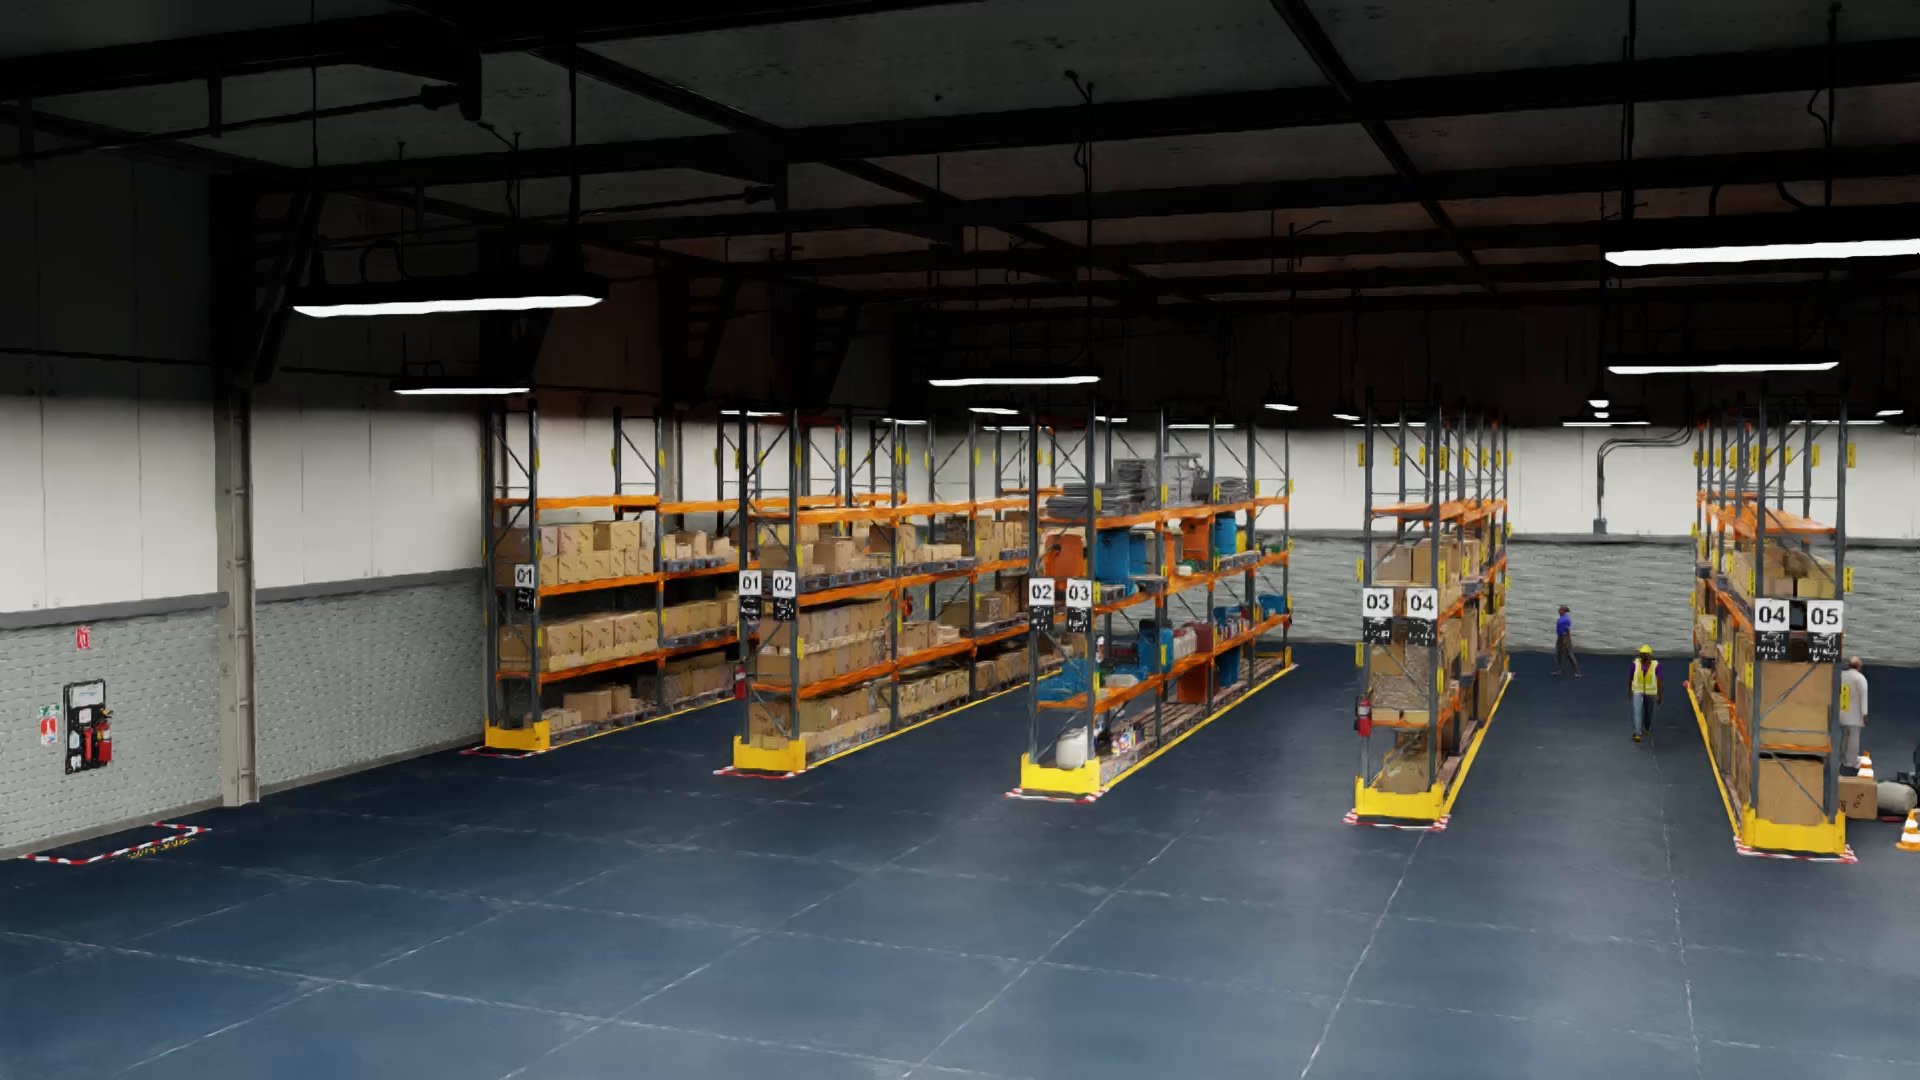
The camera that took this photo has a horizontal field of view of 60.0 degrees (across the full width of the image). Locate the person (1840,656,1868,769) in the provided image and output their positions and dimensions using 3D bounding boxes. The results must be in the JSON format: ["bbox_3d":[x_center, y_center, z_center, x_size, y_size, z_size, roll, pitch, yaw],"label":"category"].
[{"bbox_3d":[14.488,2.822,26.887,0.520,1.676,0.644,0,3,-8],"label":"person"}]

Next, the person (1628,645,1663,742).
[{"bbox_3d":[12.144,2.694,29.454,0.575,1.689,1.128,1,3,19],"label":"person"}]

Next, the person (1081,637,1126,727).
[{"bbox_3d":[2.671,2.641,30.471,0.595,1.739,0.988,3,4,42],"label":"person"}]

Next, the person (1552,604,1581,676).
[{"bbox_3d":[13.968,2.299,38.225,0.494,1.650,0.663,0,3,-8],"label":"person"}]
